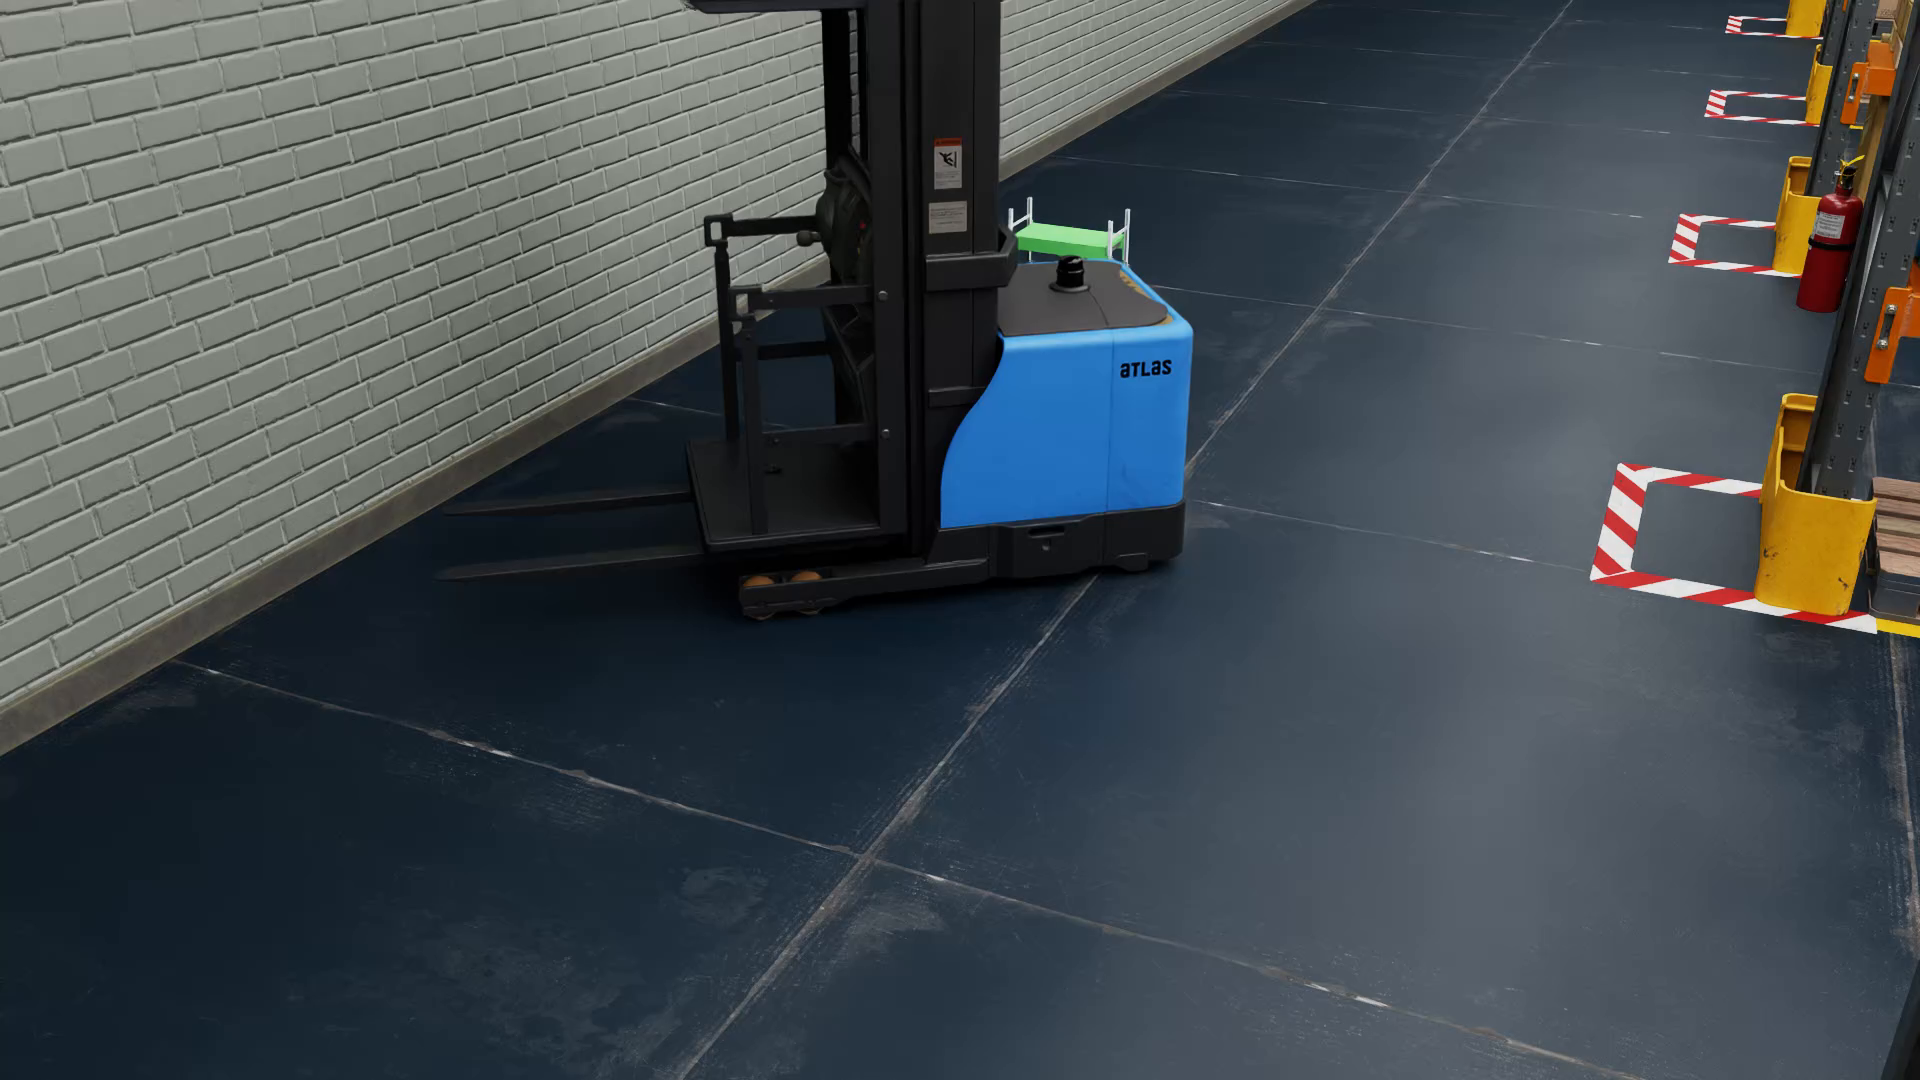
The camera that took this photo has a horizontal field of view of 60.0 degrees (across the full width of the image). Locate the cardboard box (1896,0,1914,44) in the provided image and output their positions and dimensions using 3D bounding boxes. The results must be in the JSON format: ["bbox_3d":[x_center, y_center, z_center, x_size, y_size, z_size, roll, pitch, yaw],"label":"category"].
[{"bbox_3d":[6.016,-3.159,10.102,0.500,0.250,0.500,11,28,20],"label":"cardboard box"}]

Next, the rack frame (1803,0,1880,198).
[{"bbox_3d":[5.691,-3.289,10.534,0.127,3.000,1.000,11,28,22],"label":"rack frame"}]

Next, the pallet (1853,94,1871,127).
[{"bbox_3d":[8.630,-3.837,14.804,1.213,0.211,1.003,11,28,22],"label":"pallet"}]

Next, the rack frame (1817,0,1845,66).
[{"bbox_3d":[7.836,-5.265,14.547,0.127,3.000,1.000,11,28,22],"label":"rack frame"}]

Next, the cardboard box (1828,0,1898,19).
[{"bbox_3d":[10.435,-6.232,18.937,0.875,0.438,0.875,10,28,20],"label":"cardboard box"}]

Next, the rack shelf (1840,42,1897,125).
[{"bbox_3d":[7.511,-2.600,9.950,4.000,0.370,1.077,11,28,22],"label":"rack shelf"}]

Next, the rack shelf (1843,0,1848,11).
[{"bbox_3d":[9.656,-4.576,13.963,4.000,0.370,1.077,11,28,22],"label":"rack shelf"}]

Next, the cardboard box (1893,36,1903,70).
[{"bbox_3d":[5.877,-2.978,10.188,0.250,0.149,0.380,12,29,22],"label":"cardboard box"}]

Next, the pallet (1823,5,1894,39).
[{"bbox_3d":[10.553,-5.908,19.010,1.213,0.211,1.003,11,28,22],"label":"pallet"}]

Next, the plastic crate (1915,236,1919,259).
[{"bbox_3d":[4.023,-1.354,6.496,0.499,0.435,0.616,11,28,22],"label":"plastic crate"}]

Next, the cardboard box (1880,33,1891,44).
[{"bbox_3d":[8.423,-4.446,14.963,0.250,0.149,0.380,12,29,22],"label":"cardboard box"}]

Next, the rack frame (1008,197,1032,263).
[{"bbox_3d":[0.280,-1.022,7.968,0.015,1.200,0.240,12,29,23],"label":"rack frame"}]

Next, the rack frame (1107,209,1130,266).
[{"bbox_3d":[0.720,-0.929,7.778,0.015,1.200,0.240,12,29,23],"label":"rack frame"}]

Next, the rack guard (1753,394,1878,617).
[{"bbox_3d":[3.613,-0.175,7.039,0.348,0.500,1.175,11,28,22],"label":"rack guard"}]

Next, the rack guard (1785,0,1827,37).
[{"bbox_3d":[9.771,-6.156,19.188,0.348,0.500,1.175,11,28,22],"label":"rack guard"}]

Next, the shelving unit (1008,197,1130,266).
[{"bbox_3d":[0.500,-0.975,7.873,0.503,1.200,0.258,12,29,23],"label":"shelving unit"}]

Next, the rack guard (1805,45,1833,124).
[{"bbox_3d":[7.905,-4.129,15.071,0.348,0.500,1.175,11,28,22],"label":"rack guard"}]

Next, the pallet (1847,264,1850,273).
[{"bbox_3d":[6.451,-1.923,10.917,1.213,0.211,1.003,11,28,22],"label":"pallet"}]

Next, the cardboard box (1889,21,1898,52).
[{"bbox_3d":[6.151,-3.243,10.726,0.250,0.149,0.380,12,29,23],"label":"cardboard box"}]

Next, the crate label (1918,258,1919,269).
[{"bbox_3d":[3.729,-1.071,6.152,0.303,0.233,0.416,11,28,22],"label":"crate label"}]

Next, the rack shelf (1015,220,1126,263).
[{"bbox_3d":[0.500,-1.349,7.689,0.480,0.148,0.258,12,29,23],"label":"rack shelf"}]

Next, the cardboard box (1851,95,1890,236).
[{"bbox_3d":[6.306,-2.439,10.738,0.875,0.875,0.875,11,28,22],"label":"cardboard box"}]

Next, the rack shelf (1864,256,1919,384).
[{"bbox_3d":[5.461,-0.609,5.905,4.000,0.370,1.077,11,28,22],"label":"rack shelf"}]

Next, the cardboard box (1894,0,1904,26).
[{"bbox_3d":[6.242,-3.373,10.538,0.500,0.250,0.500,11,28,21],"label":"cardboard box"}]

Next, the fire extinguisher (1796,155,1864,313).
[{"bbox_3d":[3.691,-1.305,7.015,0.183,0.674,0.296,11,28,22],"label":"fire extinguisher"}]

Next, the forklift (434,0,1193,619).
[{"bbox_3d":[-0.633,-1.256,6.483,3.031,2.935,1.130,-6,27,-12],"label":"forklift"}]

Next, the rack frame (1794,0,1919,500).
[{"bbox_3d":[3.640,-1.297,6.489,0.127,3.000,1.000,11,28,22],"label":"rack frame"}]

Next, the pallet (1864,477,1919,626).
[{"bbox_3d":[4.375,0.120,6.767,1.213,0.211,1.003,11,28,22],"label":"pallet"}]

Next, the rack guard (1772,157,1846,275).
[{"bbox_3d":[5.669,-2.172,11.095,0.348,0.500,1.175,11,28,22],"label":"rack guard"}]
